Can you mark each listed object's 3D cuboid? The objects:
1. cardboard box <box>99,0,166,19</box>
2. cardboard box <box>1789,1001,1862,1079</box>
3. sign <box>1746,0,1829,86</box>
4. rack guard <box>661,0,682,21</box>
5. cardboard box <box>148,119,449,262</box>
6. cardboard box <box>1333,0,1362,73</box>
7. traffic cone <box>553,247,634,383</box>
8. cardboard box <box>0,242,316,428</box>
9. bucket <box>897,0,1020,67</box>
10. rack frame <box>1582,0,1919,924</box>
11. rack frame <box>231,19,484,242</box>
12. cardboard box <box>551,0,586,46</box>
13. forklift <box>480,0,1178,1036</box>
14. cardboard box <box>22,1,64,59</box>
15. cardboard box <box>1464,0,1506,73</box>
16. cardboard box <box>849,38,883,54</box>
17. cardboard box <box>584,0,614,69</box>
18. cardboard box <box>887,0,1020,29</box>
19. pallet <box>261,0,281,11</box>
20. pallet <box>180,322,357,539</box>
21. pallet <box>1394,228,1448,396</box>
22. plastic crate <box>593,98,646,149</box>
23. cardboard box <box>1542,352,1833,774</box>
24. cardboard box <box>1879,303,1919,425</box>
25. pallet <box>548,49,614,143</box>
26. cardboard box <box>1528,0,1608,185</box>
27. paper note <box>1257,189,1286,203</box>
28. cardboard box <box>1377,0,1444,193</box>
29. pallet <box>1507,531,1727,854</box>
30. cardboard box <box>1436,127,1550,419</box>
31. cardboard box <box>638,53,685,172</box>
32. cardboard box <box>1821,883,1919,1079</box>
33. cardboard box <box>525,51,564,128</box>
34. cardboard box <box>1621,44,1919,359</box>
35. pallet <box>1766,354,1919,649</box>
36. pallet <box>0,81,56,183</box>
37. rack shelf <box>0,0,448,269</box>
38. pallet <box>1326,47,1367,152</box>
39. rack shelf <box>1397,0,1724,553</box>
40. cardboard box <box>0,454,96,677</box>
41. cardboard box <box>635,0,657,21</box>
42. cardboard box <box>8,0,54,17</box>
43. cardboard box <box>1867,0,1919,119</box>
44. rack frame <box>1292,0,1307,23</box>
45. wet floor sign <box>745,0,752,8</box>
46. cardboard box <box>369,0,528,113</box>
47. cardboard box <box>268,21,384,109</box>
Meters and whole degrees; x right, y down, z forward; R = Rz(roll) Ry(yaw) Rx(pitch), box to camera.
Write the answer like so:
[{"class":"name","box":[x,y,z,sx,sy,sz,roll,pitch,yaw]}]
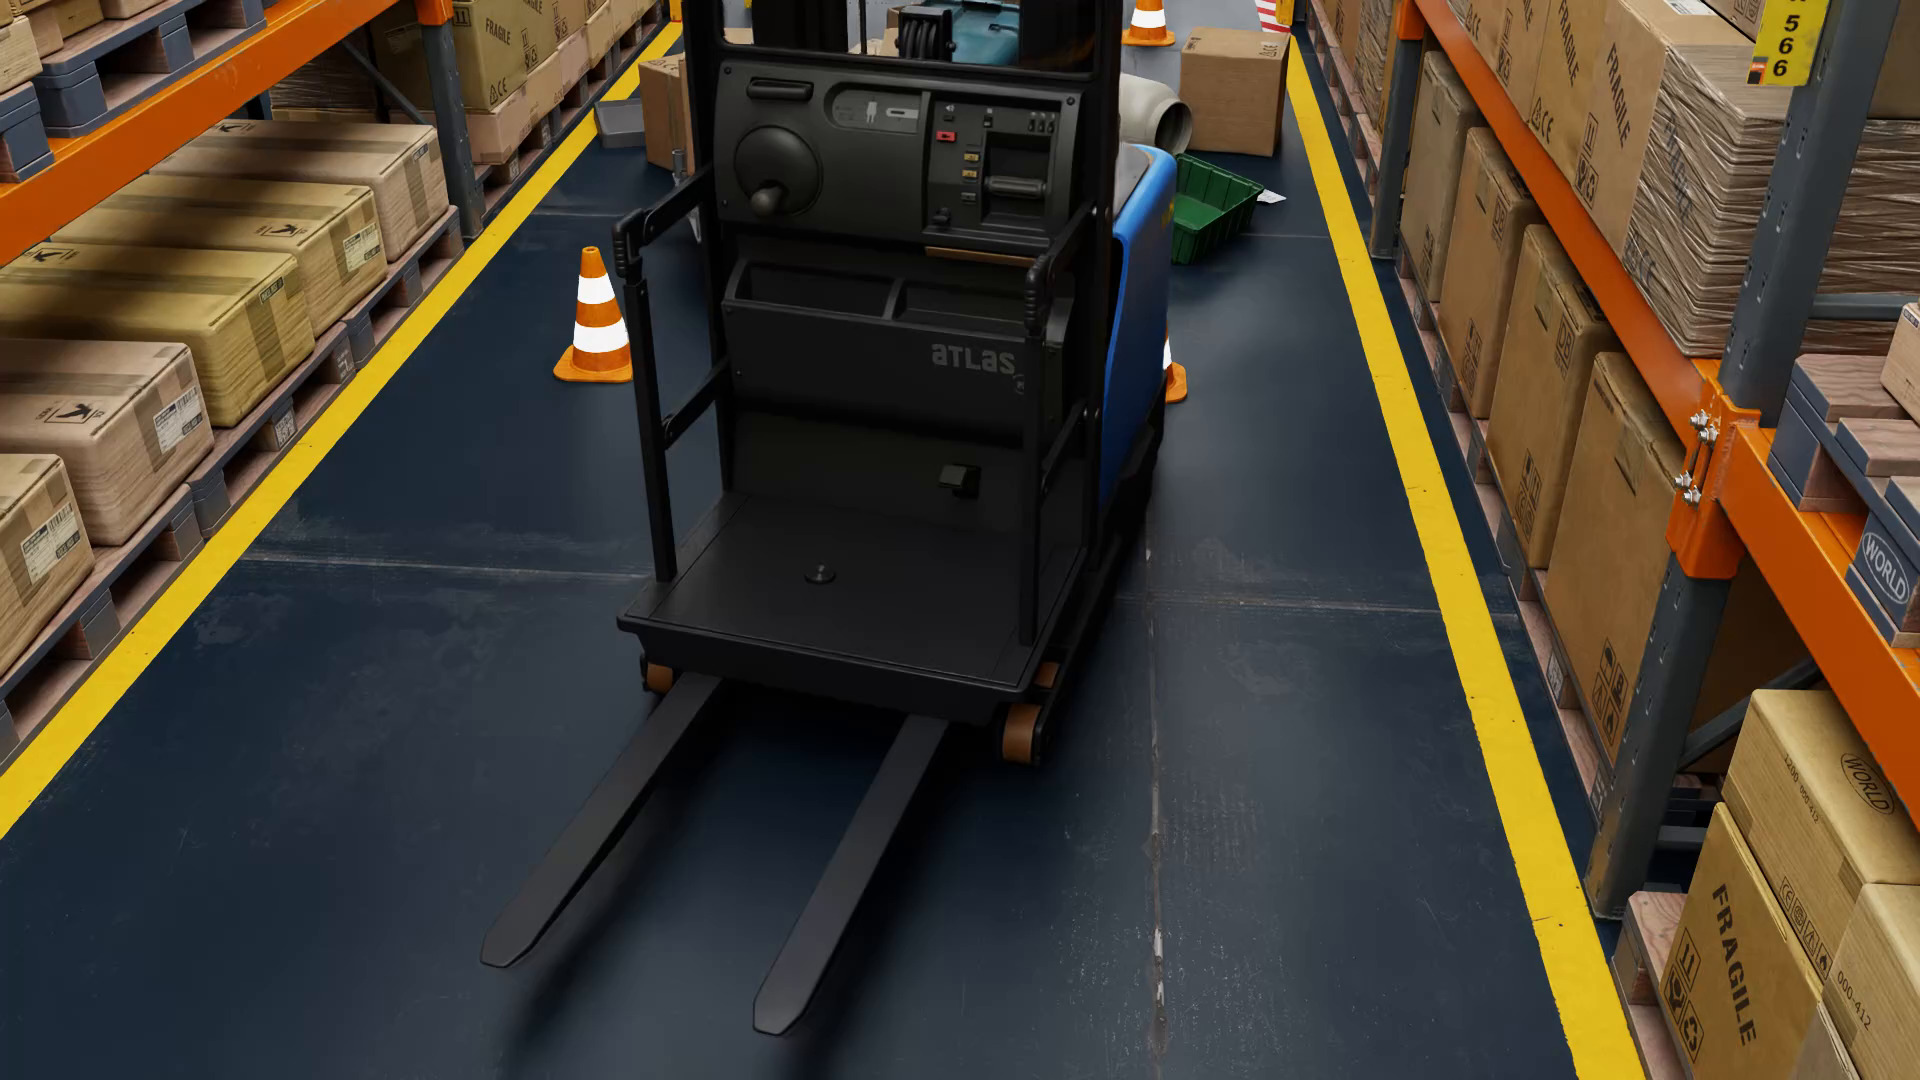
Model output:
[{"class":"cardboard box","box":[-2.587,-1.645,4.900,0.380,0.149,0.250,3,32,6]},{"class":"cardboard box","box":[1.614,1.097,2.592,0.500,0.500,0.500,3,32,5]},{"class":"sign","box":[1.410,-0.925,2.788,0.100,0.325,0.005,2,32,4]},{"class":"rack guard","box":[-2.333,-3.648,10.693,1.175,0.500,0.348,2,32,4]},{"class":"cardboard box","box":[-2.693,-1.446,6.842,0.950,0.372,0.625,3,32,5]},{"class":"cardboard box","box":[2.556,-3.050,8.965,0.875,0.875,0.875,2,32,3]},{"class":"traffic cone","box":[-1.359,-0.872,6.224,0.336,0.463,0.334,2,32,4]},{"class":"cardboard box","box":[-2.803,-0.706,5.641,0.950,0.372,0.625,3,32,6]},{"class":"bucket","box":[0.002,-1.925,7.185,0.726,0.611,0.620,14,44,21]},{"class":"rack frame","box":[1.963,-0.410,3.056,1.000,3.000,0.127,2,32,4]},{"class":"rack frame","box":[-2.653,-2.660,6.707,1.000,3.000,0.127,2,32,4]},{"class":"cardboard box","box":[-2.260,-2.836,8.499,0.500,0.500,0.500,4,32,7]},{"class":"forklift","box":[-0.226,-0.899,3.916,1.130,2.935,3.031,9,33,14]},{"class":"cardboard box","box":[-2.657,-1.362,4.441,0.380,0.149,0.250,4,32,7]},{"class":"cardboard box","box":[1.894,-1.755,5.144,0.500,0.500,0.500,2,32,4]},{"class":"cardboard box","box":[-0.421,-2.767,9.598,0.380,0.149,0.250,20,37,29]},{"class":"cardboard box","box":[-2.212,-2.781,9.125,0.500,0.250,0.500,1,32,2]},{"class":"cardboard box","box":[0.053,-2.662,9.091,0.797,0.503,0.637,-20,37,-29]},{"class":"pallet","box":[-2.860,-2.185,6.119,1.003,0.211,1.213,2,32,4]},{"class":"pallet","box":[-2.812,-0.426,5.740,1.003,0.211,1.213,2,32,4]},{"class":"pallet","box":[2.301,-0.908,6.522,1.003,0.211,1.213,2,32,4]},{"class":"plastic crate","box":[-1.708,-2.203,8.749,0.402,0.080,0.583,-8,33,-13]},{"class":"cardboard box","box":[2.103,0.054,4.047,1.050,0.750,0.750,2,32,3]},{"class":"cardboard box","box":[1.726,-0.256,2.646,0.380,0.149,0.250,2,32,3]},{"class":"pallet","box":[-2.537,-2.465,9.049,1.003,0.211,1.213,2,32,4]},{"class":"cardboard box","box":[1.815,-1.222,4.278,0.500,0.500,0.500,2,32,3]},{"class":"paper note","box":[1.441,-1.628,7.862,0.147,0.020,0.142,-20,37,-29]},{"class":"cardboard box","box":[2.410,-2.102,7.426,0.875,0.875,0.875,3,32,5]},{"class":"pallet","box":[2.103,0.368,4.451,1.003,0.211,1.213,2,32,4]},{"class":"cardboard box","box":[2.246,-0.890,5.579,1.050,0.750,0.750,2,32,4]},{"class":"cardboard box","box":[-1.209,-2.099,8.177,0.500,0.500,0.500,27,41,37]},{"class":"cardboard box","box":[1.625,0.772,2.406,0.500,0.250,0.500,2,32,3]},{"class":"cardboard box","box":[-2.304,-2.245,8.254,0.500,0.250,0.500,4,32,7]},{"class":"cardboard box","box":[1.732,-0.700,3.431,0.500,0.500,0.500,2,32,4]},{"class":"pallet","box":[2.011,0.049,2.494,1.213,0.211,1.003,2,32,4]},{"class":"pallet","box":[-3.027,-0.864,3.976,1.213,0.211,1.003,2,32,4]},{"class":"rack shelf","box":[-2.816,-1.308,5.199,1.077,0.370,4.000,2,32,4]},{"class":"pallet","box":[2.526,-2.348,8.859,1.003,0.211,1.213,2,32,4]},{"class":"rack shelf","box":[2.126,-1.150,4.942,1.077,0.370,4.000,2,32,4]},{"class":"cardboard box","box":[-2.923,0.076,4.371,0.950,0.372,0.625,0,32,1]},{"class":"cardboard box","box":[-2.127,-3.313,9.988,0.500,0.250,0.500,2,32,4]},{"class":"cardboard box","box":[-2.639,-1.693,4.359,0.500,0.500,0.500,3,32,5]},{"class":"cardboard box","box":[2.010,-1.113,3.148,0.700,0.500,0.500,2,32,4]},{"class":"rack frame","box":[2.615,-4.593,9.844,1.000,3.000,0.127,2,32,4]},{"class":"wet floor sign","box":[-1.245,-3.803,10.806,0.267,0.644,0.232,14,34,21]},{"class":"cardboard box","box":[-2.336,-2.285,7.604,0.500,0.500,0.500,4,32,6]},{"class":"cardboard box","box":[-2.872,-2.308,7.643,0.500,0.500,0.500,2,32,3]}]
